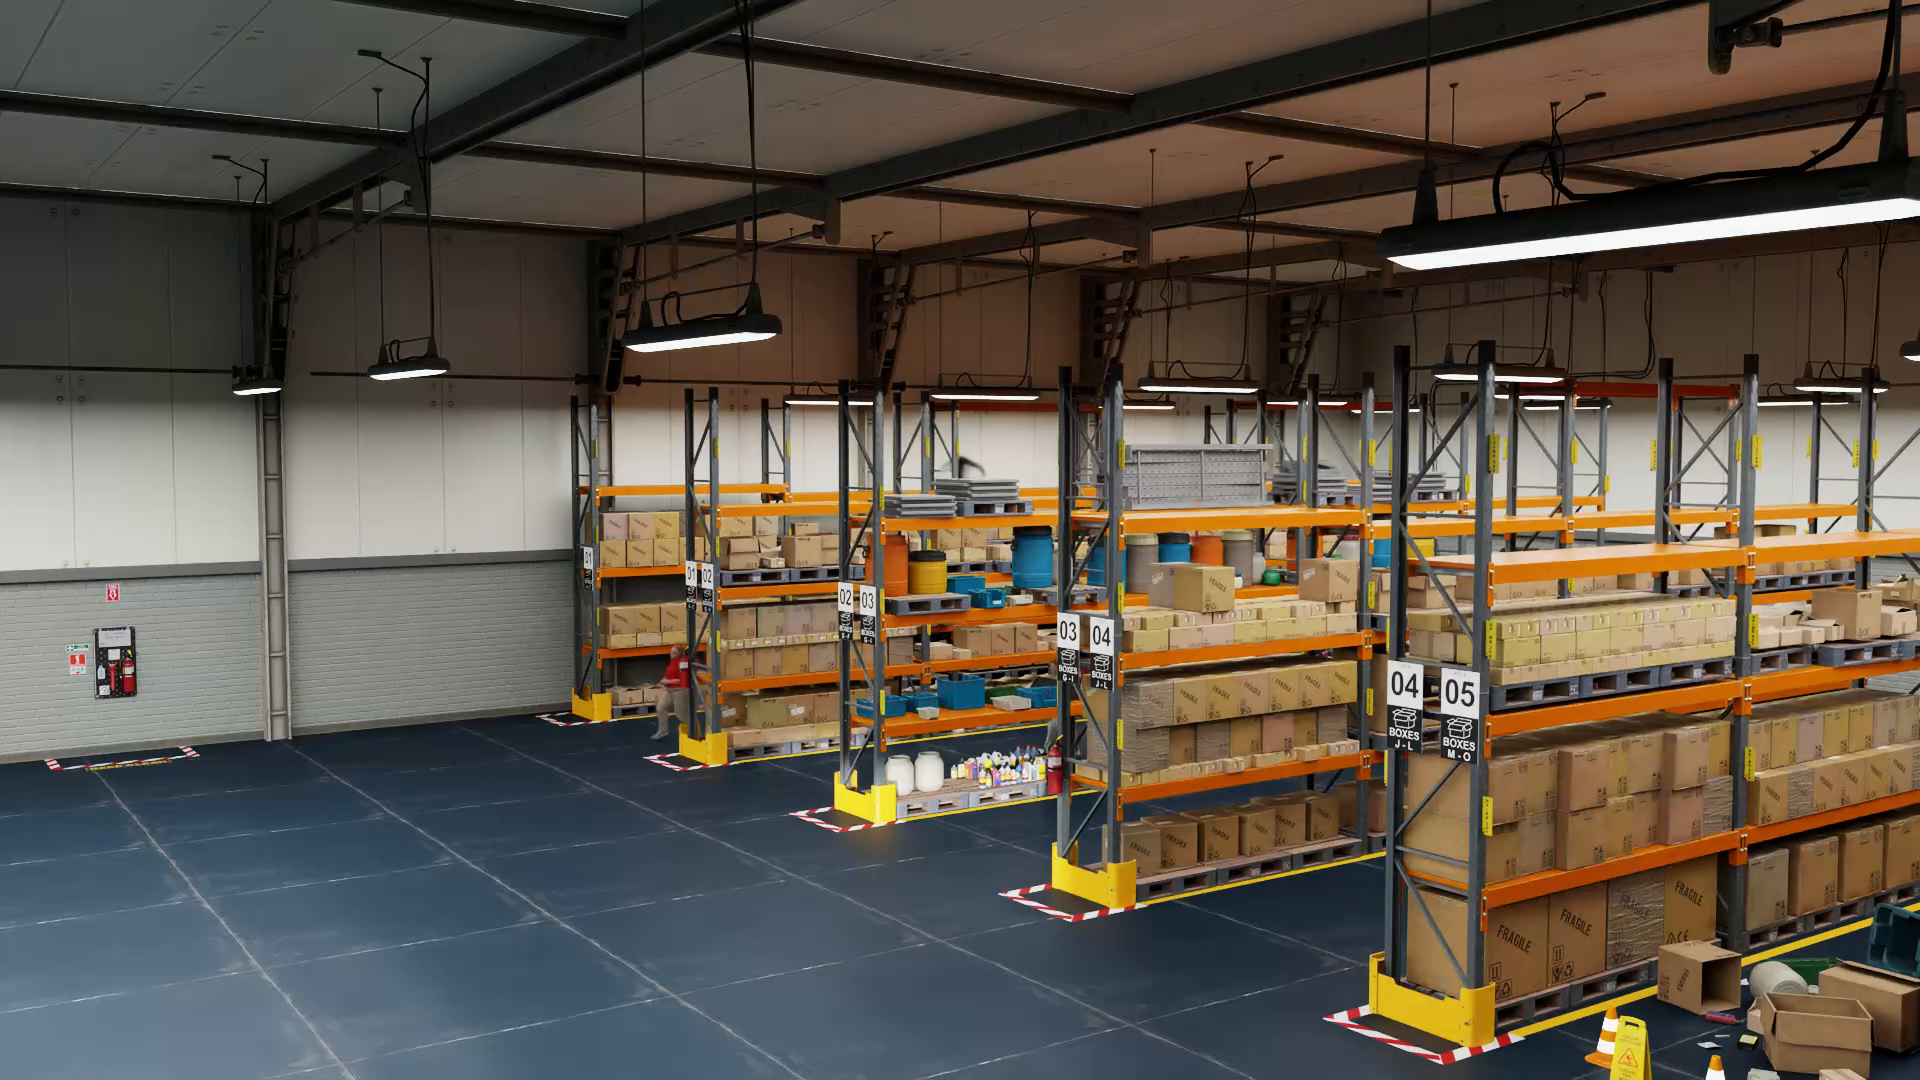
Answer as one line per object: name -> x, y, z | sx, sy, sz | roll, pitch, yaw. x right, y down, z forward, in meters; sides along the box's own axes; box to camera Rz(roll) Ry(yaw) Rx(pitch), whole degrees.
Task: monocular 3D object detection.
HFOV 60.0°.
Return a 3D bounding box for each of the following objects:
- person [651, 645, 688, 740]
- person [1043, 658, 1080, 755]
person -> -4.813, 2.616, 28.504 | 0.747, 1.692, 0.846 | -2, 4, -33
person -> 1.577, 2.725, 26.900 | 0.761, 1.662, 0.611 | 0, 3, -1
